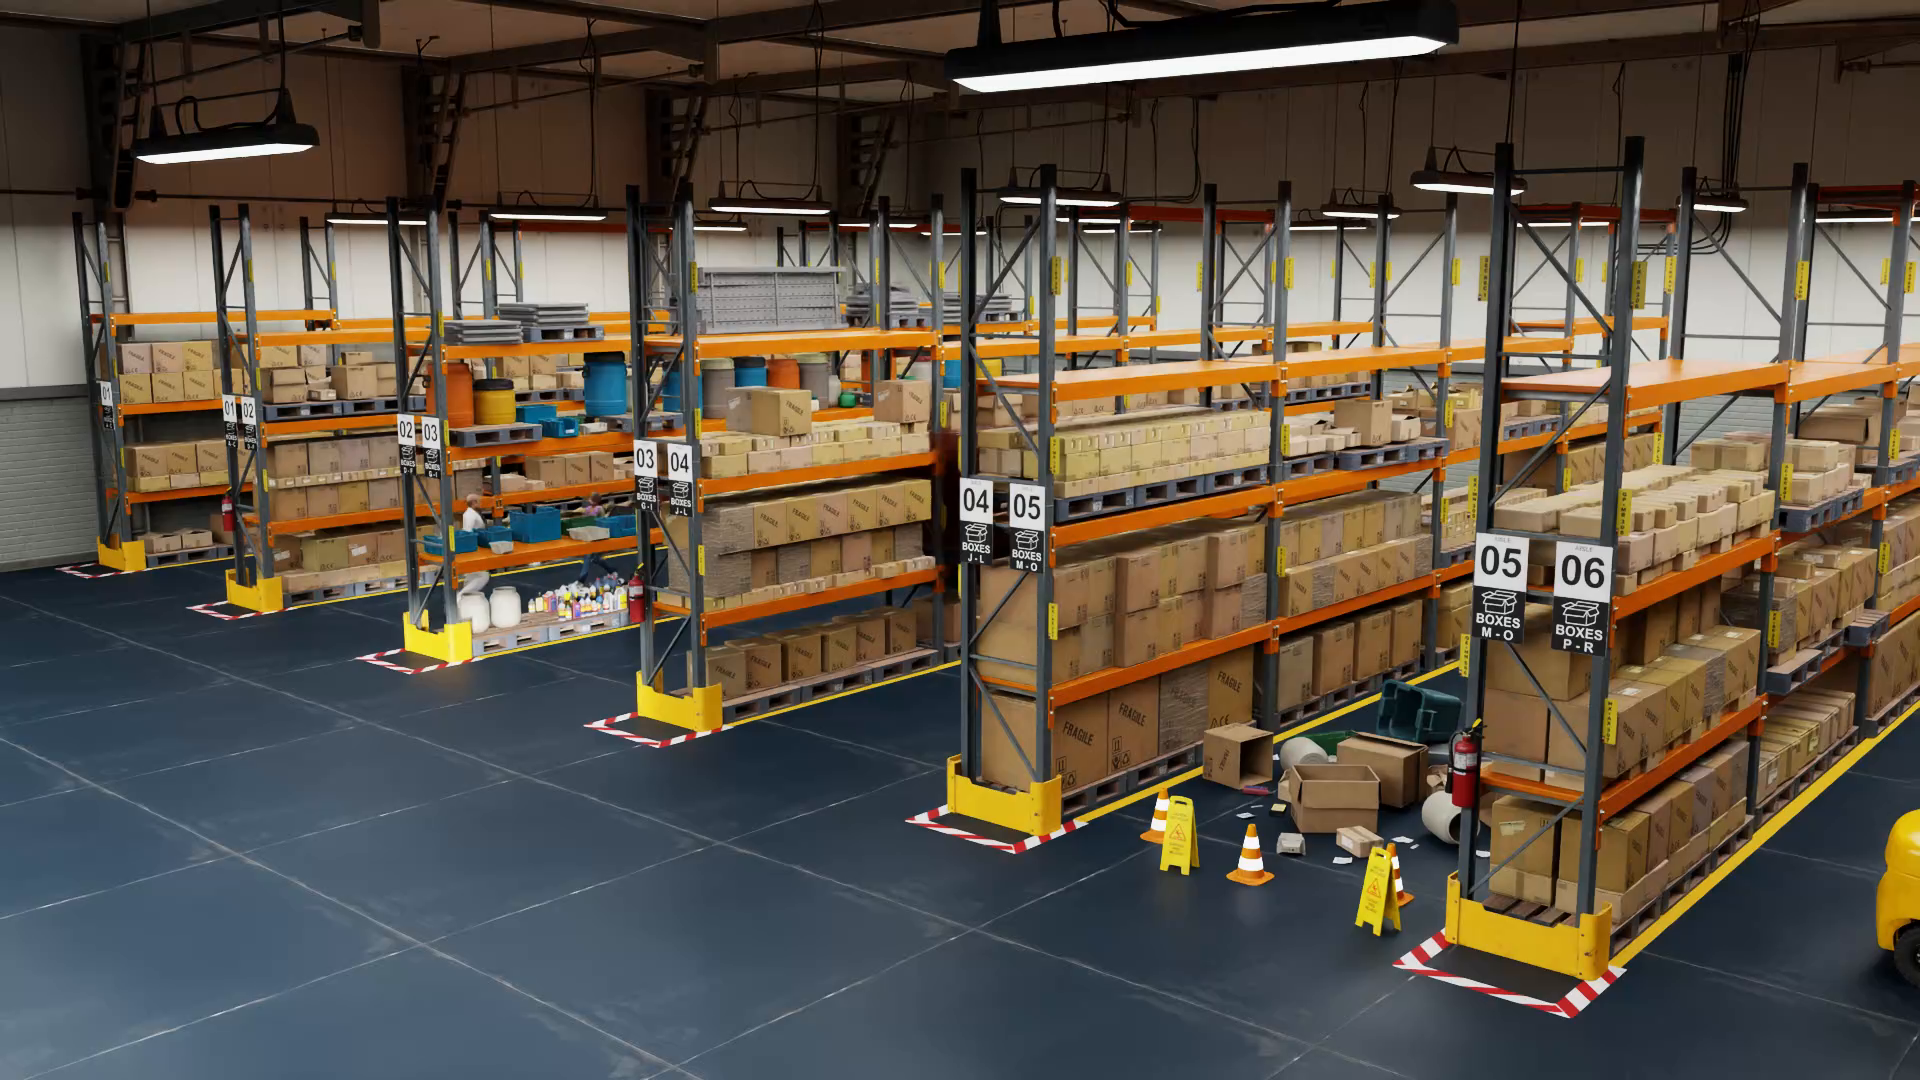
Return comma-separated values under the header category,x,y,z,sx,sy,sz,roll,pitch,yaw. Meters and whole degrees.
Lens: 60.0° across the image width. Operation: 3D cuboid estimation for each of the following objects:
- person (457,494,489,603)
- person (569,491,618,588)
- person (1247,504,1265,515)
category,x,y,z,sx,sy,sz,roll,pitch,yaw
person,-7.295,0.205,24.681,0.581,1.773,0.633,-7,12,-37
person,-5.914,-0.028,26.774,0.401,1.517,0.986,9,13,43
person,4.293,0.252,24.415,0.602,1.673,1.078,7,12,38
